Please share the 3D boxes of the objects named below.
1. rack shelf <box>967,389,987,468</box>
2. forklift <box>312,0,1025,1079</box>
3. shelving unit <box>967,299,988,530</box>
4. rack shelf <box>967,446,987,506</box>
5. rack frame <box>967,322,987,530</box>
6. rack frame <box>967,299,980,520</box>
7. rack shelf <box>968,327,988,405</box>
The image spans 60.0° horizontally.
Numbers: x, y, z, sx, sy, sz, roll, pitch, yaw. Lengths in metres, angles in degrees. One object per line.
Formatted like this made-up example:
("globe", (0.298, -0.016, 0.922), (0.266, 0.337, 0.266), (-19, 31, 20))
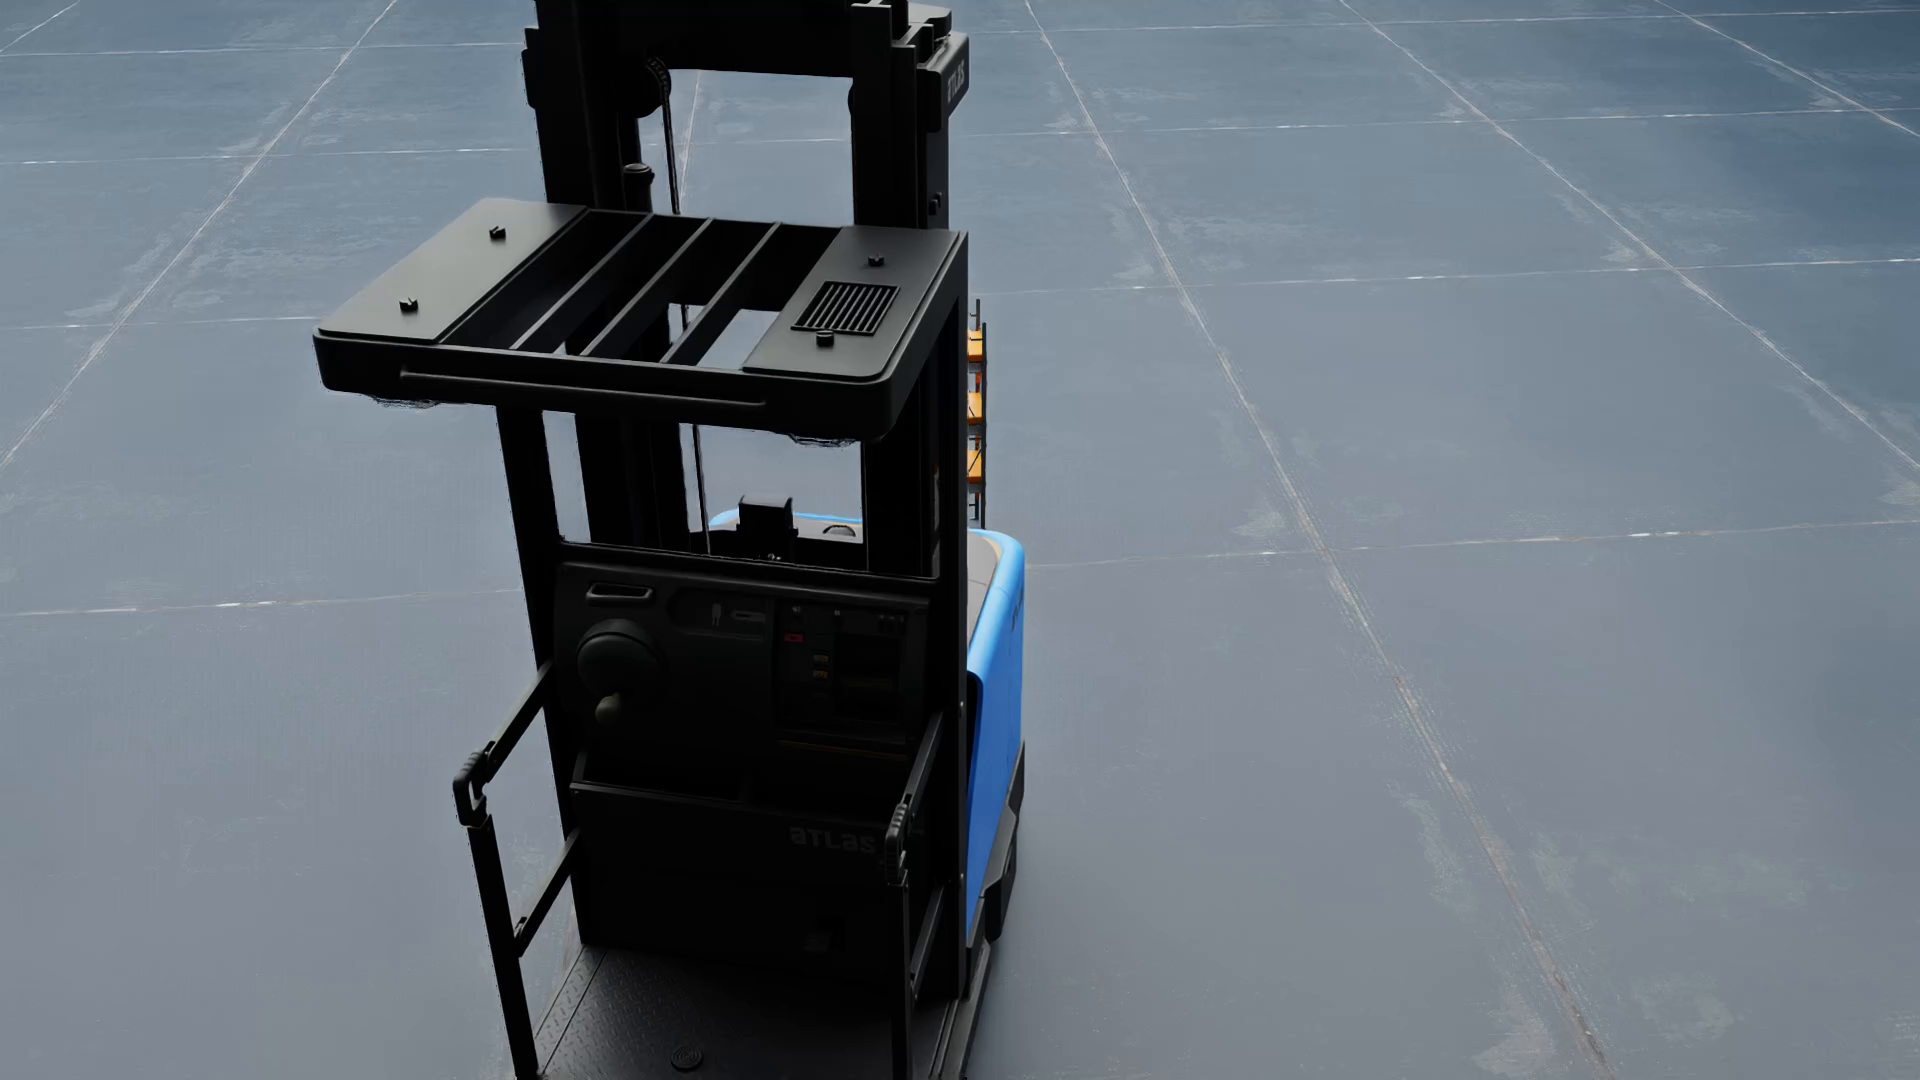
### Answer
("rack shelf", (-0.005, -0.469, 7.032), (0.215, 0.259, 0.240), (-3, 31, -5))
("forklift", (-0.573, 0.333, 3.834), (1.130, 2.935, 3.031), (6, 31, 10))
("shelving unit", (-0.005, -0.478, 7.027), (0.215, 1.050, 0.252), (-3, 31, -5))
("rack shelf", (-0.005, -0.230, 7.174), (0.215, 0.259, 0.240), (-3, 31, -5))
("rack frame", (0.006, -0.416, 6.922), (0.200, 1.050, 0.008), (-3, 31, -5))
("rack frame", (-0.016, -0.540, 7.131), (0.200, 1.050, 0.008), (-3, 31, -5))
("rack shelf", (-0.005, -0.713, 6.886), (0.215, 0.259, 0.240), (-3, 31, -5))
